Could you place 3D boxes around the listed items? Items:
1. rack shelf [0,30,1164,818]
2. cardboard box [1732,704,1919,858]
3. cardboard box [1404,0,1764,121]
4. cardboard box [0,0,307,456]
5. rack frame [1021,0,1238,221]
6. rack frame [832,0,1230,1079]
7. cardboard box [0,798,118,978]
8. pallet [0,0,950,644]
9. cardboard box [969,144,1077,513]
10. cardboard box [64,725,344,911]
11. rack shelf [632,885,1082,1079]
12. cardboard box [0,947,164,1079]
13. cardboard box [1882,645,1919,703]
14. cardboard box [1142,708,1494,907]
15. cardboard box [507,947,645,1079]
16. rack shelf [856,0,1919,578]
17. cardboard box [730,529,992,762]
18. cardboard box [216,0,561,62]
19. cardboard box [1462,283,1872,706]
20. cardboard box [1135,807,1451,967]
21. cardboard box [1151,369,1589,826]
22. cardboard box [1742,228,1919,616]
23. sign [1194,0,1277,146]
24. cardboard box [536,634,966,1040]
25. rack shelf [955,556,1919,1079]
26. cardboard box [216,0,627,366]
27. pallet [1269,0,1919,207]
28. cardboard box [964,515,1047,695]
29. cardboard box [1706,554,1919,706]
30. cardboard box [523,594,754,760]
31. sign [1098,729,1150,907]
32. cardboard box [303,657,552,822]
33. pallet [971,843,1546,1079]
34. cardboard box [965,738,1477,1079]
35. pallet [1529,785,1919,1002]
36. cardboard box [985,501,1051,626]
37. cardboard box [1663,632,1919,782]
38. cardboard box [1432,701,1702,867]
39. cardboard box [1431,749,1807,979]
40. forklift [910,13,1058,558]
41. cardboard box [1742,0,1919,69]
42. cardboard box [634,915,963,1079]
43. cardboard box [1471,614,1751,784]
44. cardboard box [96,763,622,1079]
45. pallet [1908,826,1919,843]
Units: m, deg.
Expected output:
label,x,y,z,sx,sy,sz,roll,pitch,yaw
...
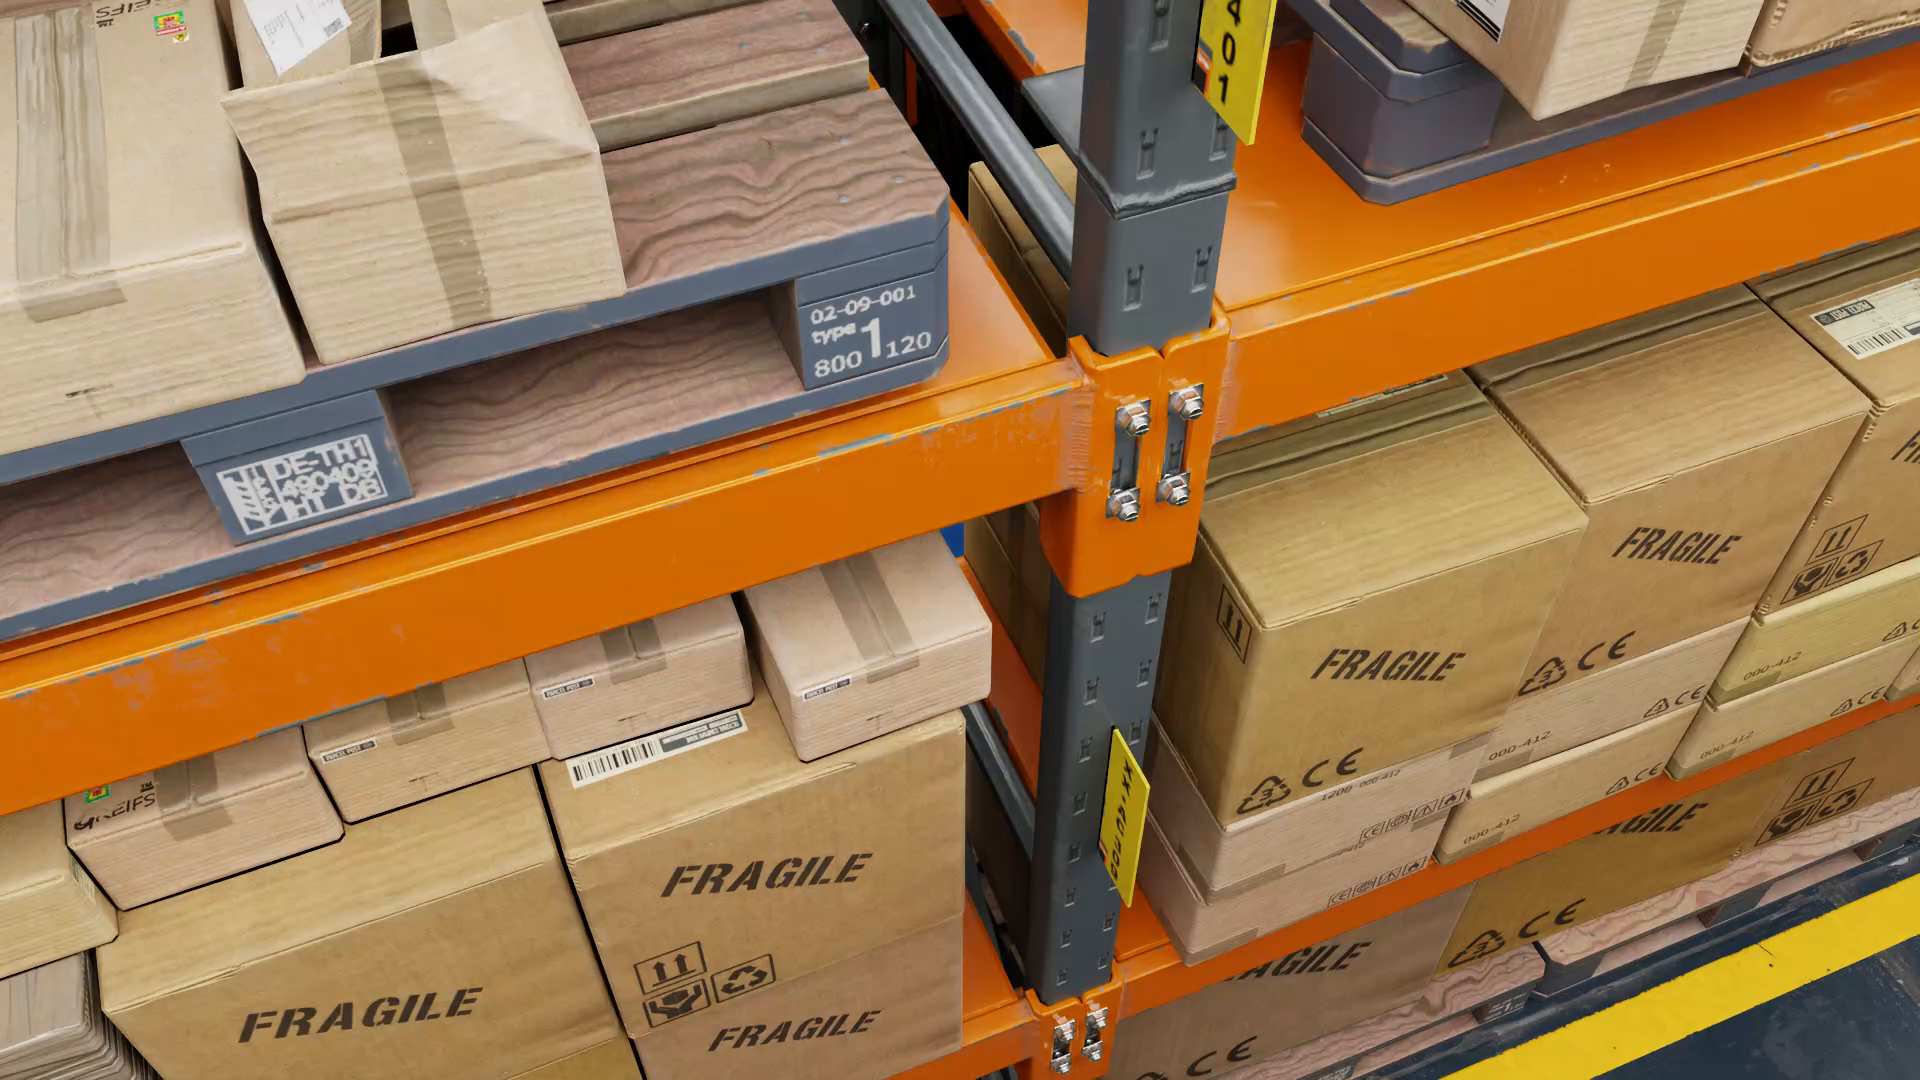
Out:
label,x,y,z,sx,sy,sz,roll,pitch,yaw
rack shelf,-1.837,0.141,1.649,4.000,0.370,1.077,-17,52,-14
cardboard box,2.220,0.111,4.301,0.875,0.875,0.875,-17,51,-14
cardboard box,0.610,-0.658,1.672,0.258,0.266,0.396,-18,52,-15
cardboard box,-0.700,-0.271,1.351,0.250,0.149,0.380,-16,51,-13
rack frame,0.015,-1.644,0.730,0.127,3.000,1.000,-17,52,-14
rack frame,0.015,0.310,3.006,0.127,3.000,1.000,-17,52,-14
cardboard box,-1.115,0.299,1.864,0.250,0.149,0.380,-18,52,-15
pallet,-0.747,-0.411,1.707,1.213,0.211,1.003,-17,52,-14
cardboard box,0.333,-0.353,2.851,0.500,0.500,0.500,-16,51,-13
cardboard box,-0.897,0.202,1.947,0.250,0.149,0.380,-18,52,-15
rack shelf,-1.837,1.118,2.787,4.000,0.370,1.077,-17,52,-14
cardboard box,-1.258,0.574,2.055,0.500,0.500,0.500,-17,51,-14
cardboard box,1.947,-0.004,3.375,0.500,0.250,0.500,-18,52,-15
cardboard box,0.529,0.268,2.812,0.500,0.250,0.500,-19,52,-15
cardboard box,-0.792,0.742,2.570,0.500,0.500,0.500,-18,52,-15
rack shelf,1.866,-1.006,2.634,4.000,0.370,1.077,-17,52,-14
cardboard box,-0.150,0.052,2.075,0.250,0.149,0.380,-18,52,-15
cardboard box,-0.609,-0.848,1.615,0.500,0.500,0.500,-16,51,-14
cardboard box,0.991,-0.138,2.666,0.500,0.500,0.500,-17,52,-14
cardboard box,0.522,0.418,3.012,0.500,0.250,0.500,-18,52,-15
cardboard box,0.531,0.028,2.524,0.500,0.500,0.500,-17,51,-14
cardboard box,1.457,-0.280,2.788,0.500,0.500,0.500,-18,52,-15
sign,0.226,-0.472,1.308,0.005,0.325,0.100,-17,52,-14
cardboard box,-0.318,0.281,2.306,0.500,0.500,0.500,-18,52,-15
rack shelf,1.866,-0.029,3.772,4.000,0.370,1.077,-17,52,-14
cardboard box,-0.455,-0.385,1.372,0.258,0.266,0.396,-16,51,-13
pallet,0.845,-0.902,2.197,1.217,0.209,0.805,-19,52,-16
cardboard box,0.335,0.053,3.326,0.500,0.250,0.500,-18,52,-15
cardboard box,1.478,-0.027,3.065,0.500,0.250,0.500,-17,51,-14
cardboard box,-0.435,0.052,2.076,0.250,0.149,0.380,-16,51,-13
sign,0.226,0.392,2.313,0.005,0.325,0.100,-17,52,-14
cardboard box,-0.670,0.117,2.020,0.250,0.149,0.380,-17,51,-14
pallet,0.701,0.945,4.300,1.213,0.211,1.003,-17,52,-14
cardboard box,0.559,0.632,3.854,0.875,0.875,0.875,-16,51,-13
pallet,1.832,0.592,4.603,1.213,0.211,1.003,-17,52,-14
cardboard box,0.331,-0.101,3.129,0.500,0.250,0.500,-17,52,-14
cardboard box,1.481,0.133,3.257,0.500,0.250,0.500,-18,52,-15
cardboard box,1.000,0.269,3.141,0.500,0.250,0.500,-18,52,-15
cardboard box,1.392,0.367,4.081,0.875,0.875,0.875,-16,51,-13
forklift,-0.446,-1.287,4.423,3.031,2.935,1.130,37,58,27
cardboard box,0.940,-0.886,1.713,0.500,0.500,0.500,-18,52,-15
cardboard box,-0.318,0.590,2.700,0.500,0.500,0.500,-17,51,-14
cardboard box,1.001,0.099,2.957,0.500,0.250,0.500,-16,51,-14
cardboard box,-0.790,0.421,2.186,0.500,0.500,0.500,-18,52,-15
pallet,2.959,0.245,4.901,1.213,0.211,1.003,-17,52,-14
